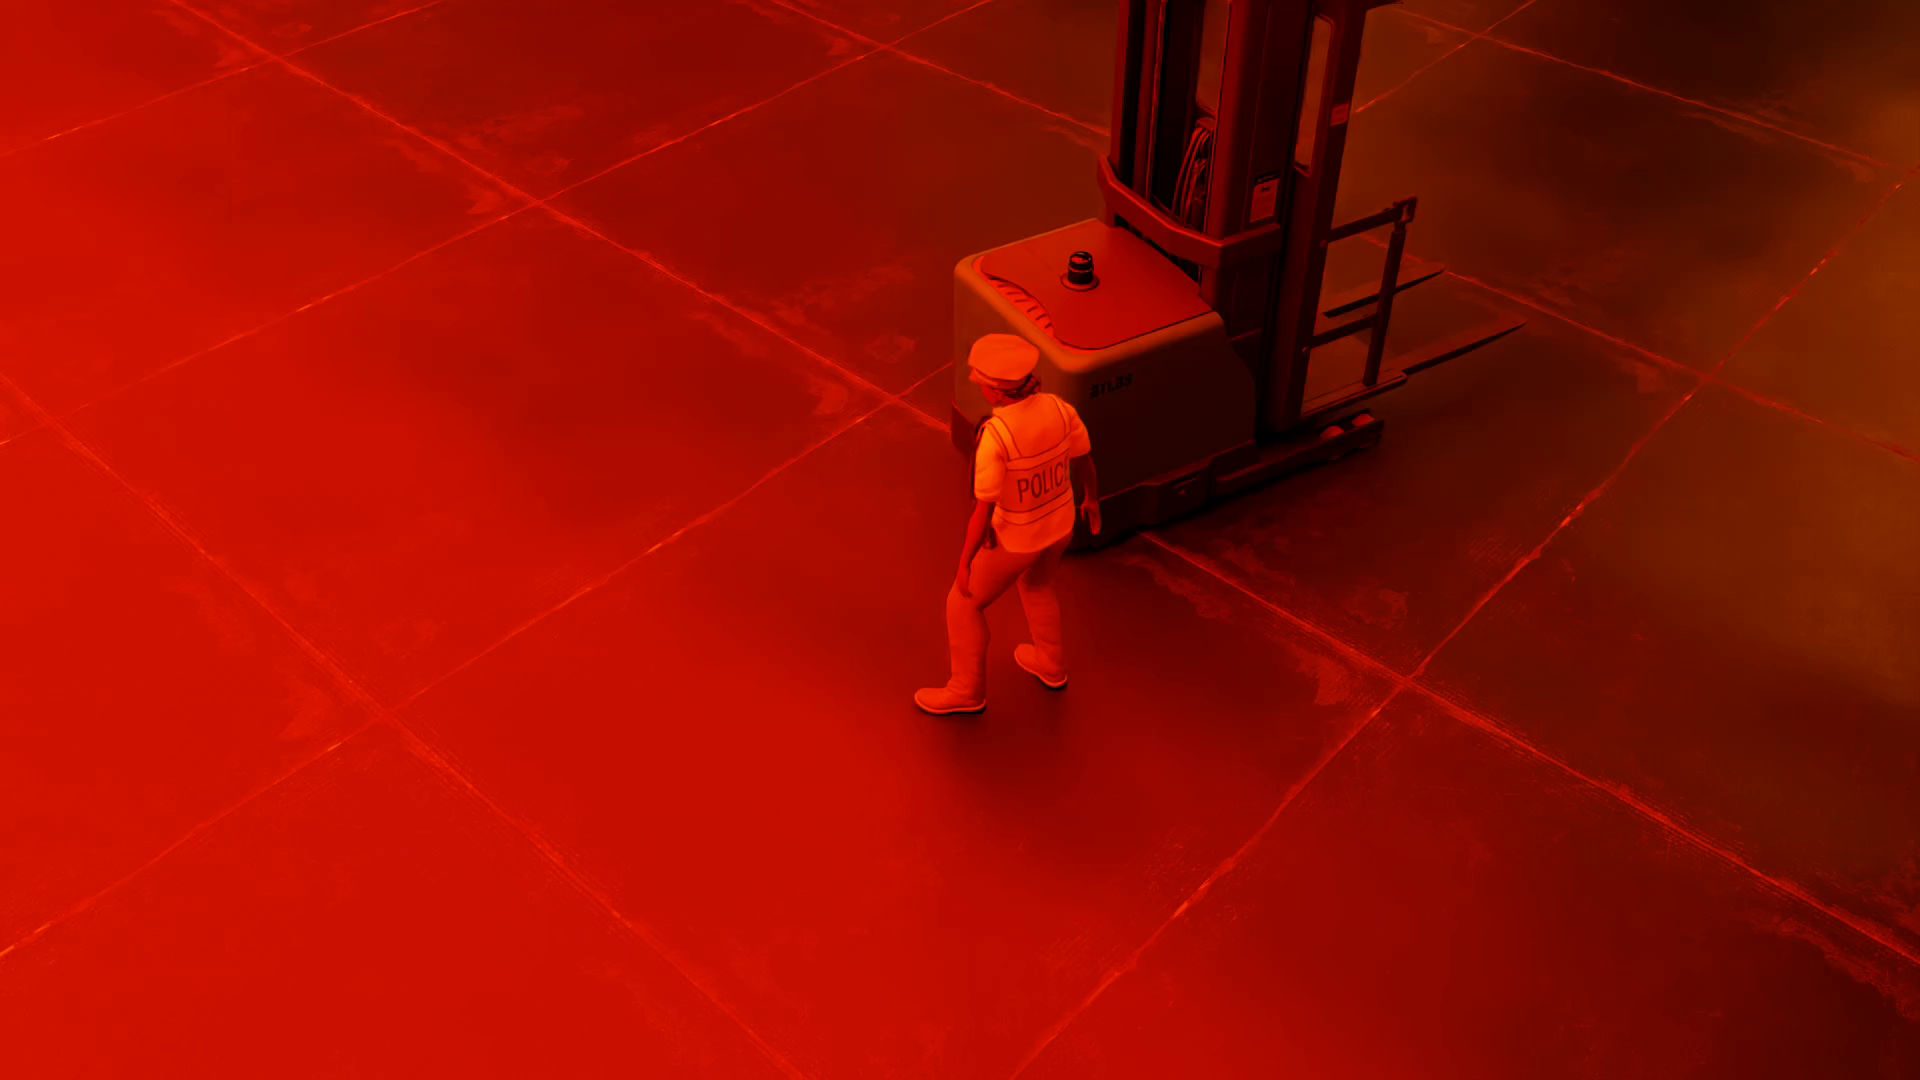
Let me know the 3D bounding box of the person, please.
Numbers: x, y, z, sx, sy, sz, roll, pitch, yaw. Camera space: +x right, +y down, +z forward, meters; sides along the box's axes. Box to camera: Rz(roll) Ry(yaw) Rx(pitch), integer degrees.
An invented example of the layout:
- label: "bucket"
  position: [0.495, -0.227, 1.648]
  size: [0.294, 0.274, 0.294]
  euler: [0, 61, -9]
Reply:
- label: "person"
  position: [0.199, -0.031, 6.474]
  size: [0.788, 1.632, 0.397]
  euler: [-30, 49, -30]

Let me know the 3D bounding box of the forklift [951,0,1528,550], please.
- label: "forklift"
  position: [1.491, -1.779, 7.502]
  size: [3.031, 2.935, 1.130]
  euler: [-21, 45, -23]
